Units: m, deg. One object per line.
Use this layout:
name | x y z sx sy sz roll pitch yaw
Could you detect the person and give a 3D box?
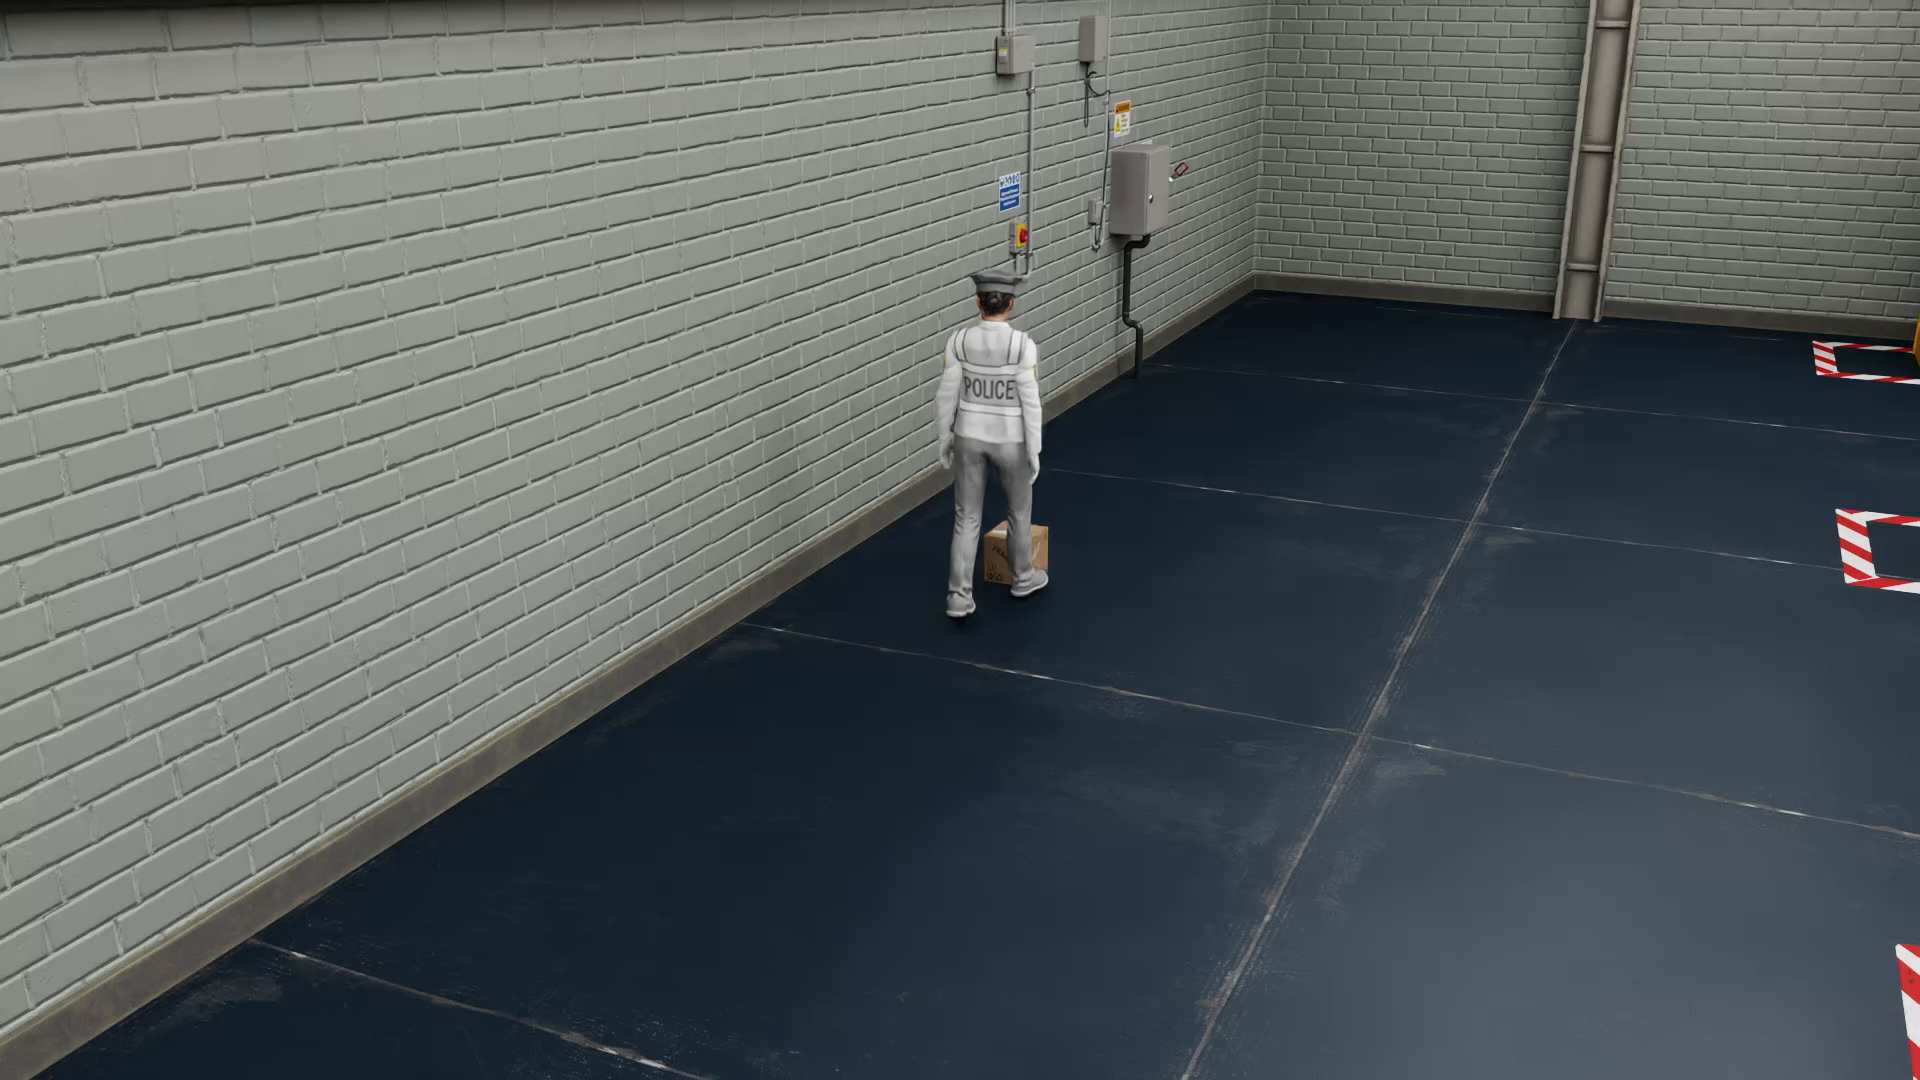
person | 0.156 -0.470 7.883 0.520 1.633 0.738 5 20 14
